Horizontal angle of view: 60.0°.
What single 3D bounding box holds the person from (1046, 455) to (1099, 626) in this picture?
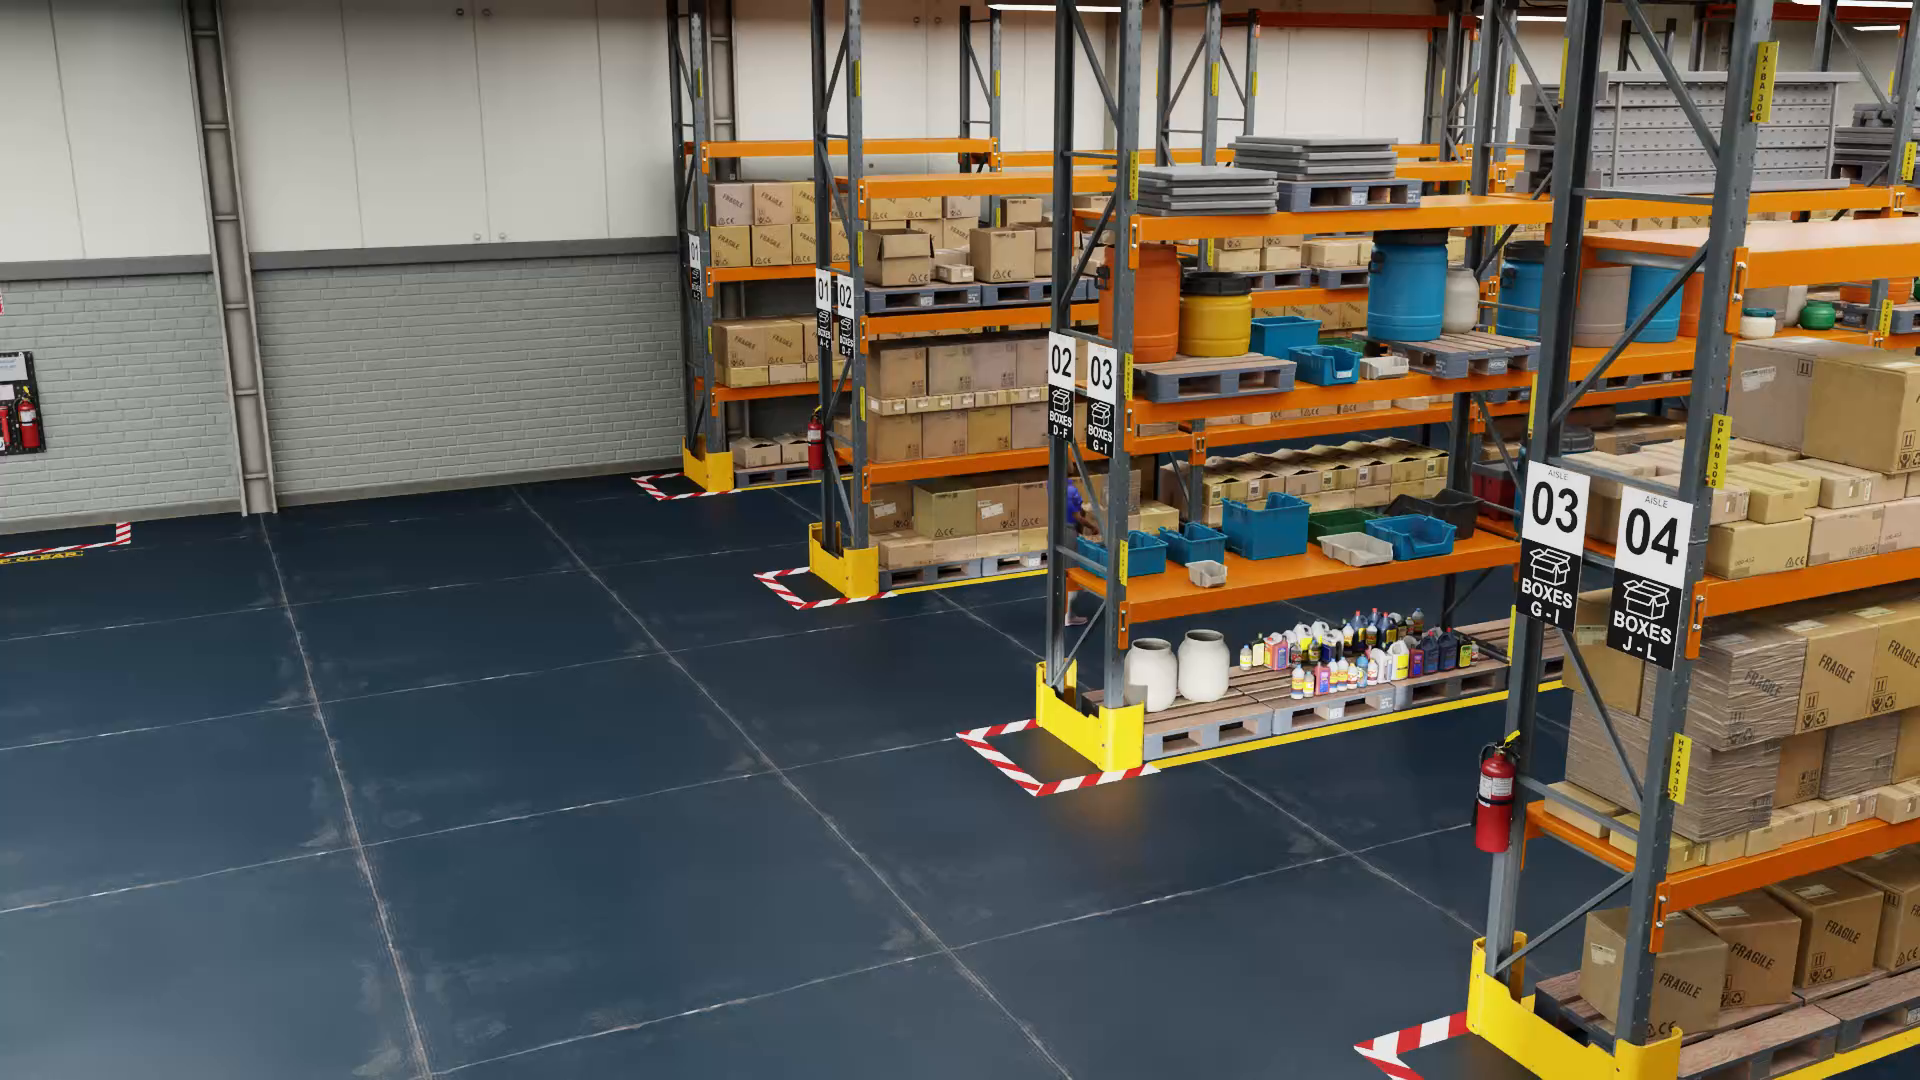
[{"bbox_3d":[1.078,-0.028,15.871,0.491,1.656,0.464,-7,17,-25],"label":"person"}]
